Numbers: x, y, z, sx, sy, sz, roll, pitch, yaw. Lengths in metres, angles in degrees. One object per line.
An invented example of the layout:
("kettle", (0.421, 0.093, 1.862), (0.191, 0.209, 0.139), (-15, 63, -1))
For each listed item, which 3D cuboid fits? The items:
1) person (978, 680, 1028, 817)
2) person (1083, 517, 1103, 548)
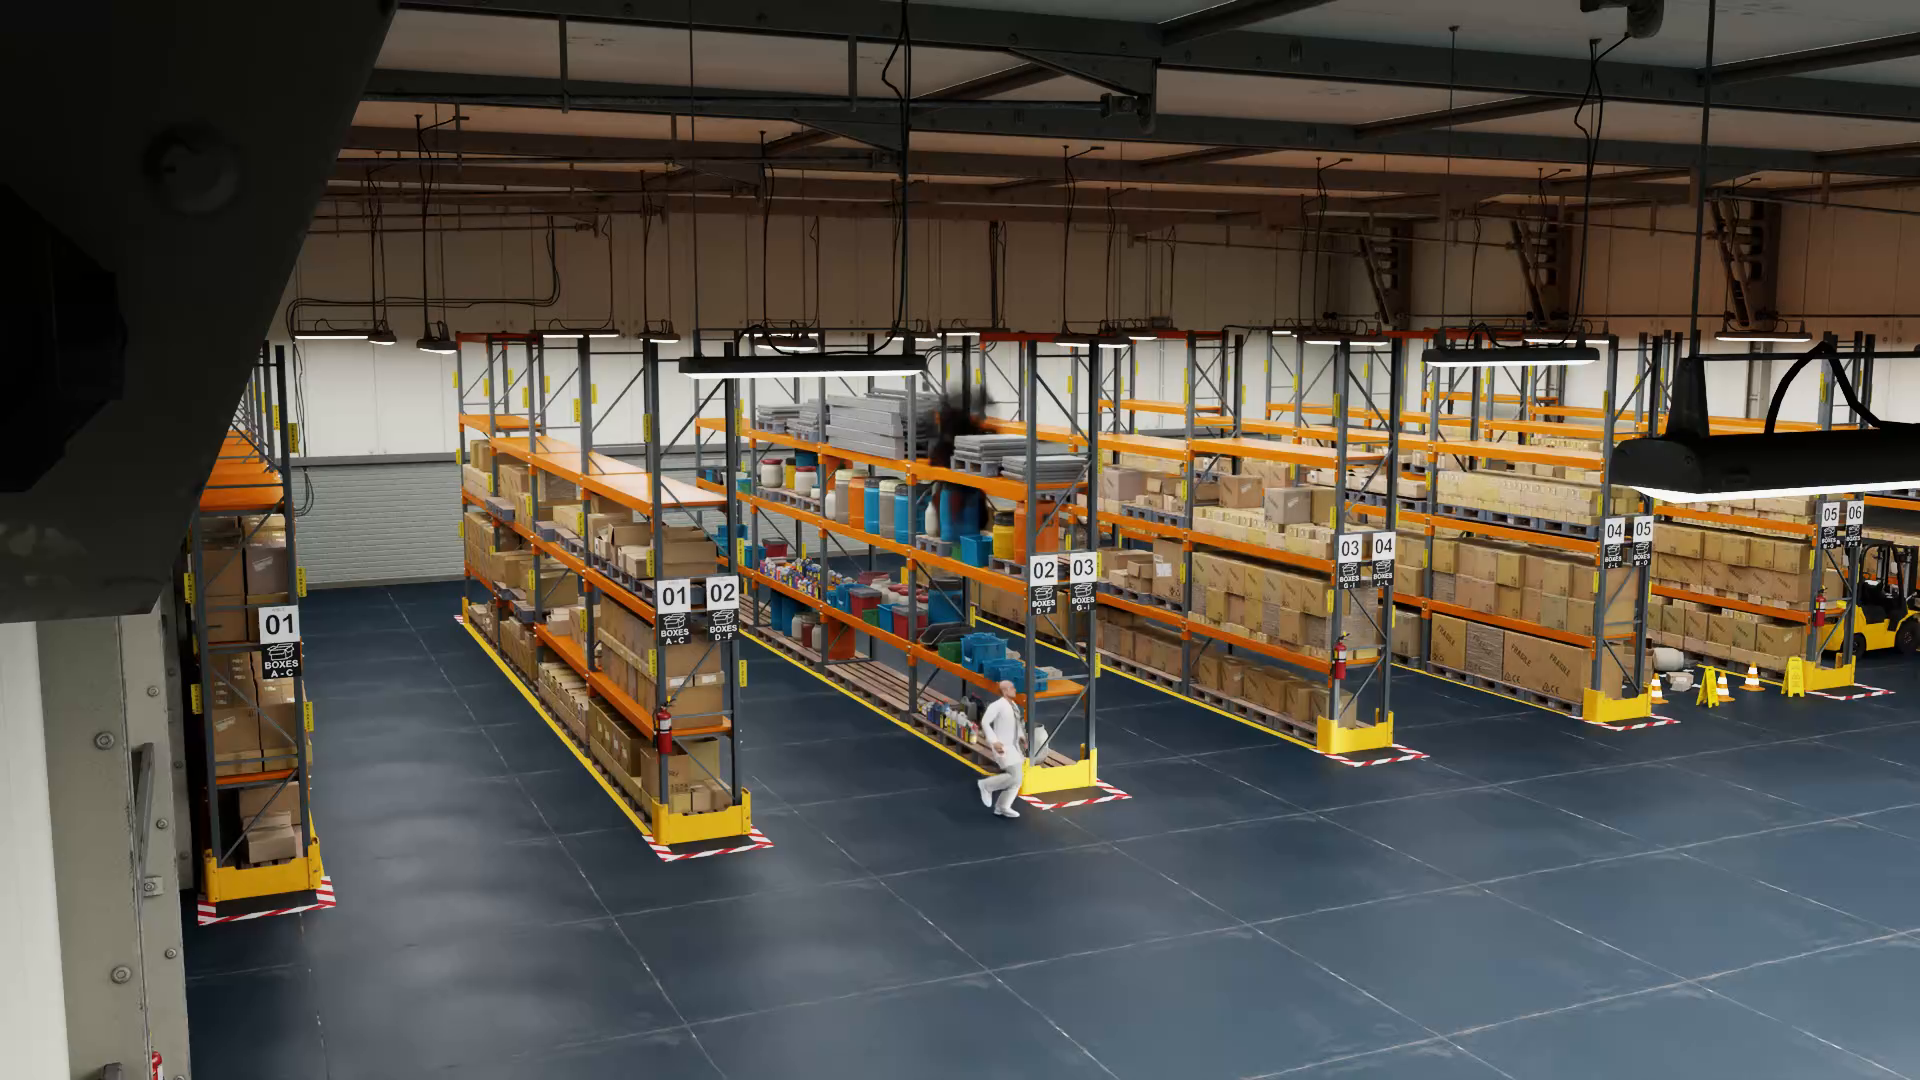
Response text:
("person", (0.586, 2.638, 21.231), (0.593, 1.699, 0.763), (4, 9, 25))
("person", (2.964, 0.329, 38.183), (0.742, 1.737, 0.765), (-2, 8, -14))
